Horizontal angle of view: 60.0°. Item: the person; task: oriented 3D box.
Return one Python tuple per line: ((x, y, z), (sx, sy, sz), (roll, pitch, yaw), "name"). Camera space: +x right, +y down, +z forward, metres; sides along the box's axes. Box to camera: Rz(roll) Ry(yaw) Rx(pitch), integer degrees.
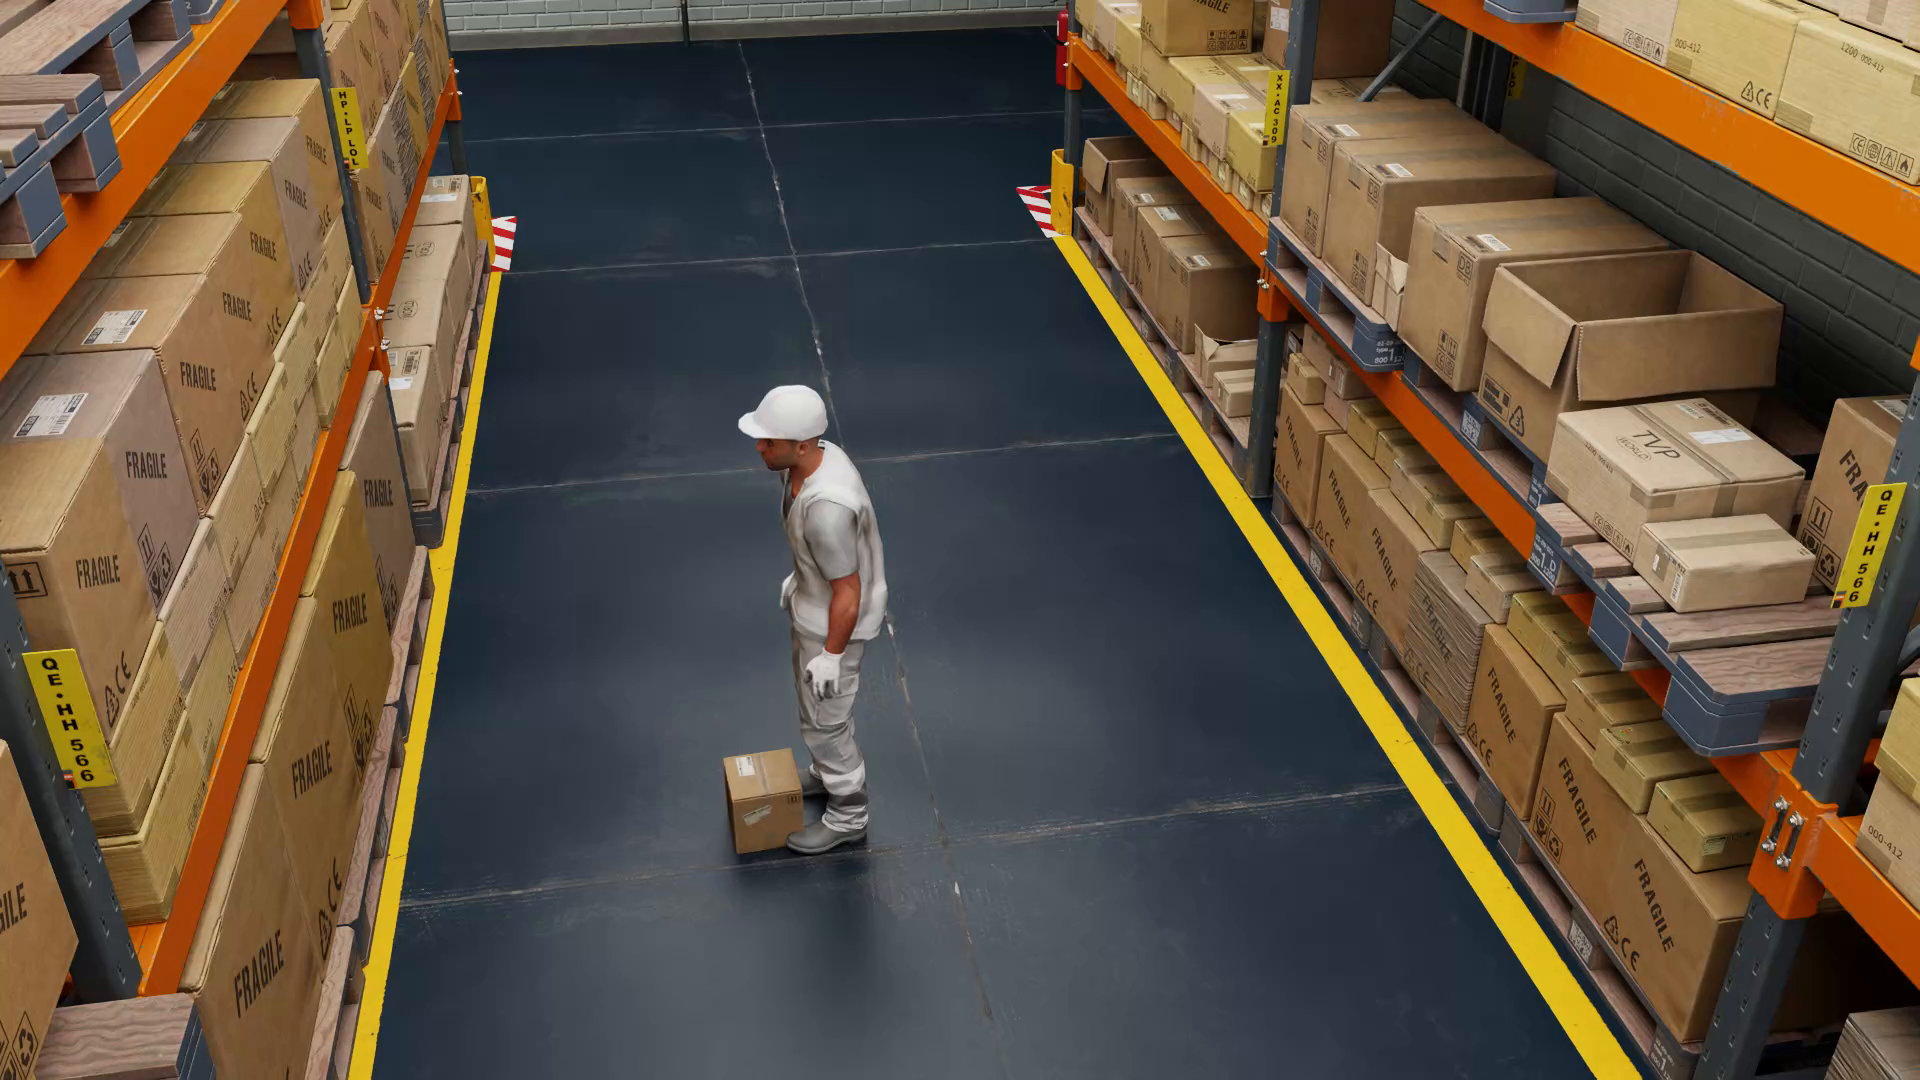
((-0.481, 0.272, 5.651), (0.447, 1.780, 0.620), (-7, 31, -12), "person")
